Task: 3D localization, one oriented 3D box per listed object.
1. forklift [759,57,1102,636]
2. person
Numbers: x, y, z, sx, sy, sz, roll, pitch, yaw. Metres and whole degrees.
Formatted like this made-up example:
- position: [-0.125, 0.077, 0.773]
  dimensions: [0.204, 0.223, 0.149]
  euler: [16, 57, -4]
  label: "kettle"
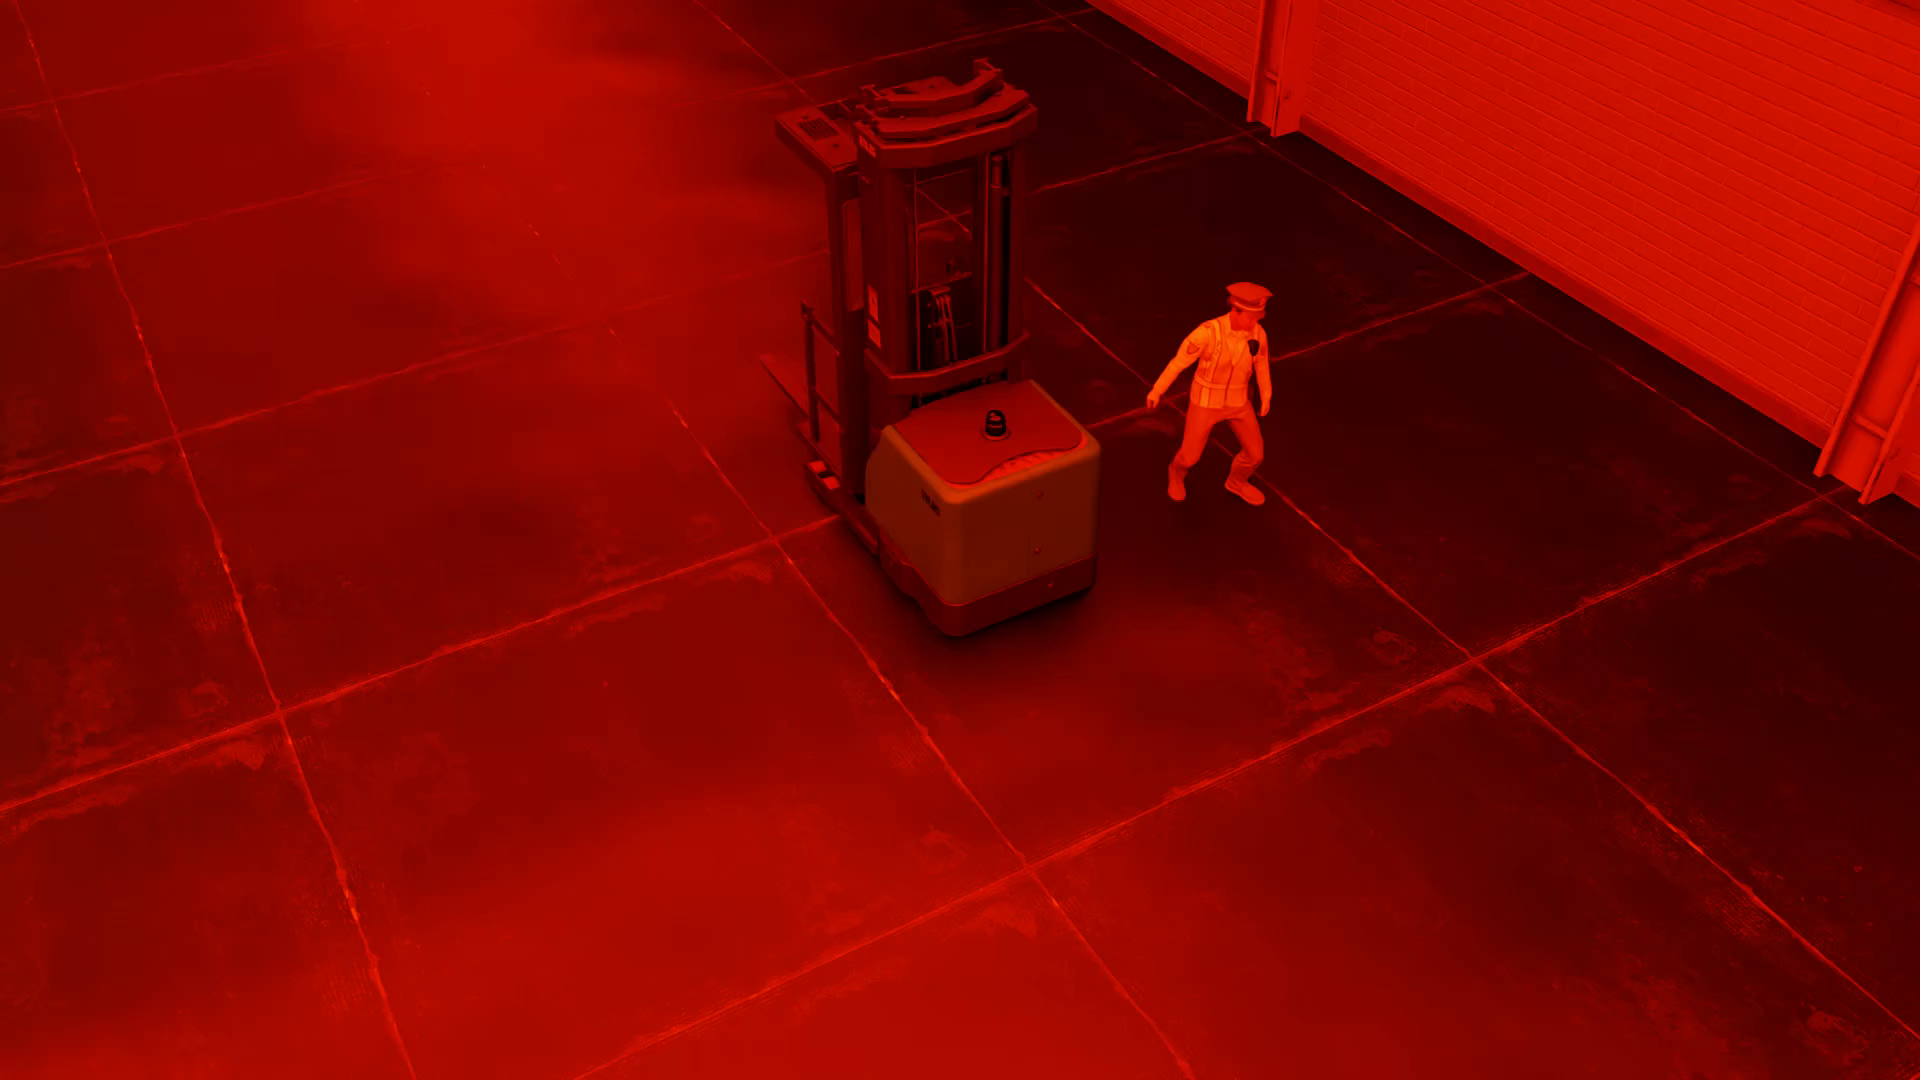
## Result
- position: [-0.353, -1.499, 9.843]
  dimensions: [1.130, 2.935, 3.031]
  euler: [-20, 44, -22]
  label: "forklift"
- position: [1.541, -0.882, 10.178]
  dimensions: [0.796, 1.623, 0.463]
  euler: [-4, 40, -5]
  label: "person"
